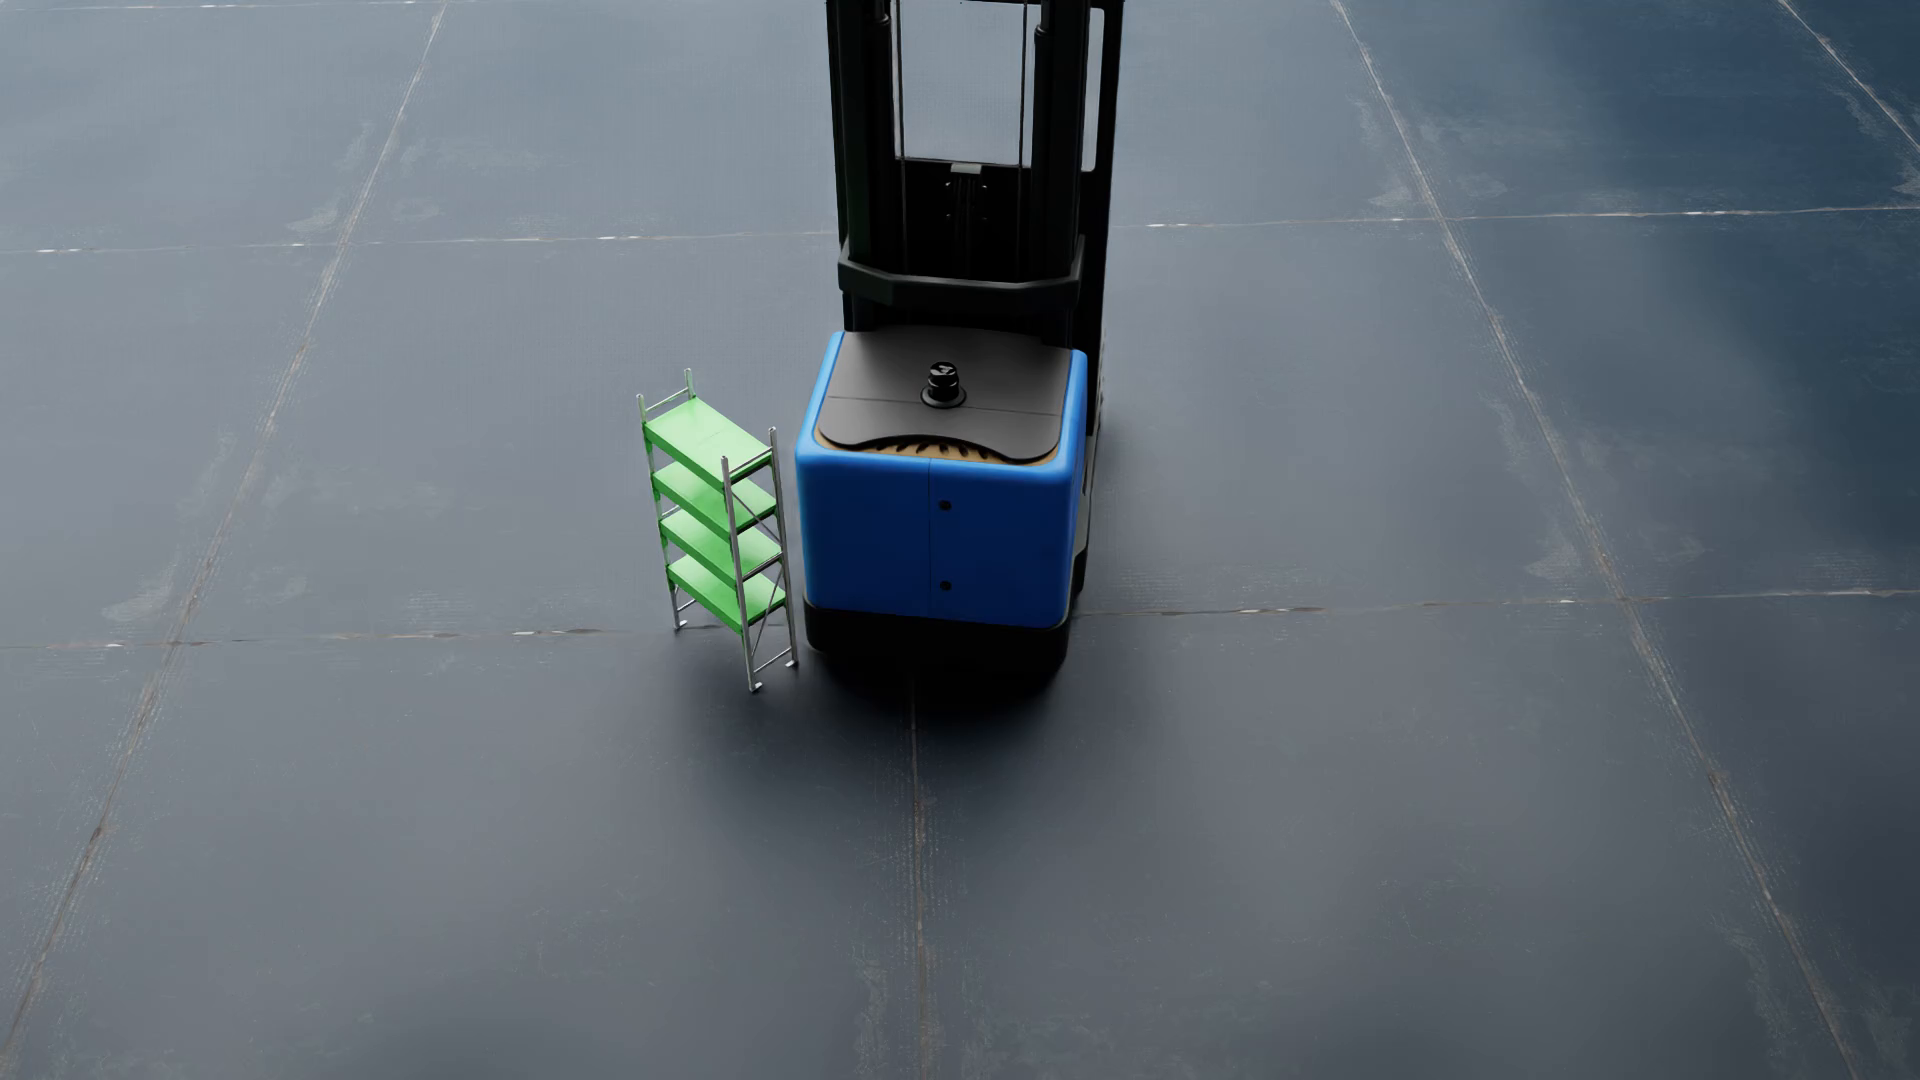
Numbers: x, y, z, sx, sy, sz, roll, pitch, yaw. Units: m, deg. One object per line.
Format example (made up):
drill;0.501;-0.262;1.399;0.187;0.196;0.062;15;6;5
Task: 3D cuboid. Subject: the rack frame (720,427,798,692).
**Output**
rack frame;-0.744;0.100;6.253;0.240;1.200;0.015;-34;52;-31

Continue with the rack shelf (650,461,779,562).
rack shelf;-0.916;-0.147;6.262;0.258;0.148;0.480;-34;52;-31

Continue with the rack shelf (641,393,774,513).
rack shelf;-0.916;-0.324;6.100;0.258;0.148;0.480;-34;52;-31

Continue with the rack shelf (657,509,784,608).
rack shelf;-0.916;0.030;6.424;0.258;0.148;0.480;-34;52;-31

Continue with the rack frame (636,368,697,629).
rack frame;-1.087;-0.135;6.509;0.240;1.200;0.015;-34;52;-31

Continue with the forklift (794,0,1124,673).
forklift;0.085;-1.552;6.774;1.130;2.935;3.031;5;43;6

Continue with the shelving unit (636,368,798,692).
shelving unit;-0.916;-0.018;6.381;0.258;1.200;0.503;-34;52;-31

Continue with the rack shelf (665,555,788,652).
rack shelf;-0.916;0.206;6.587;0.258;0.148;0.480;-34;52;-31
